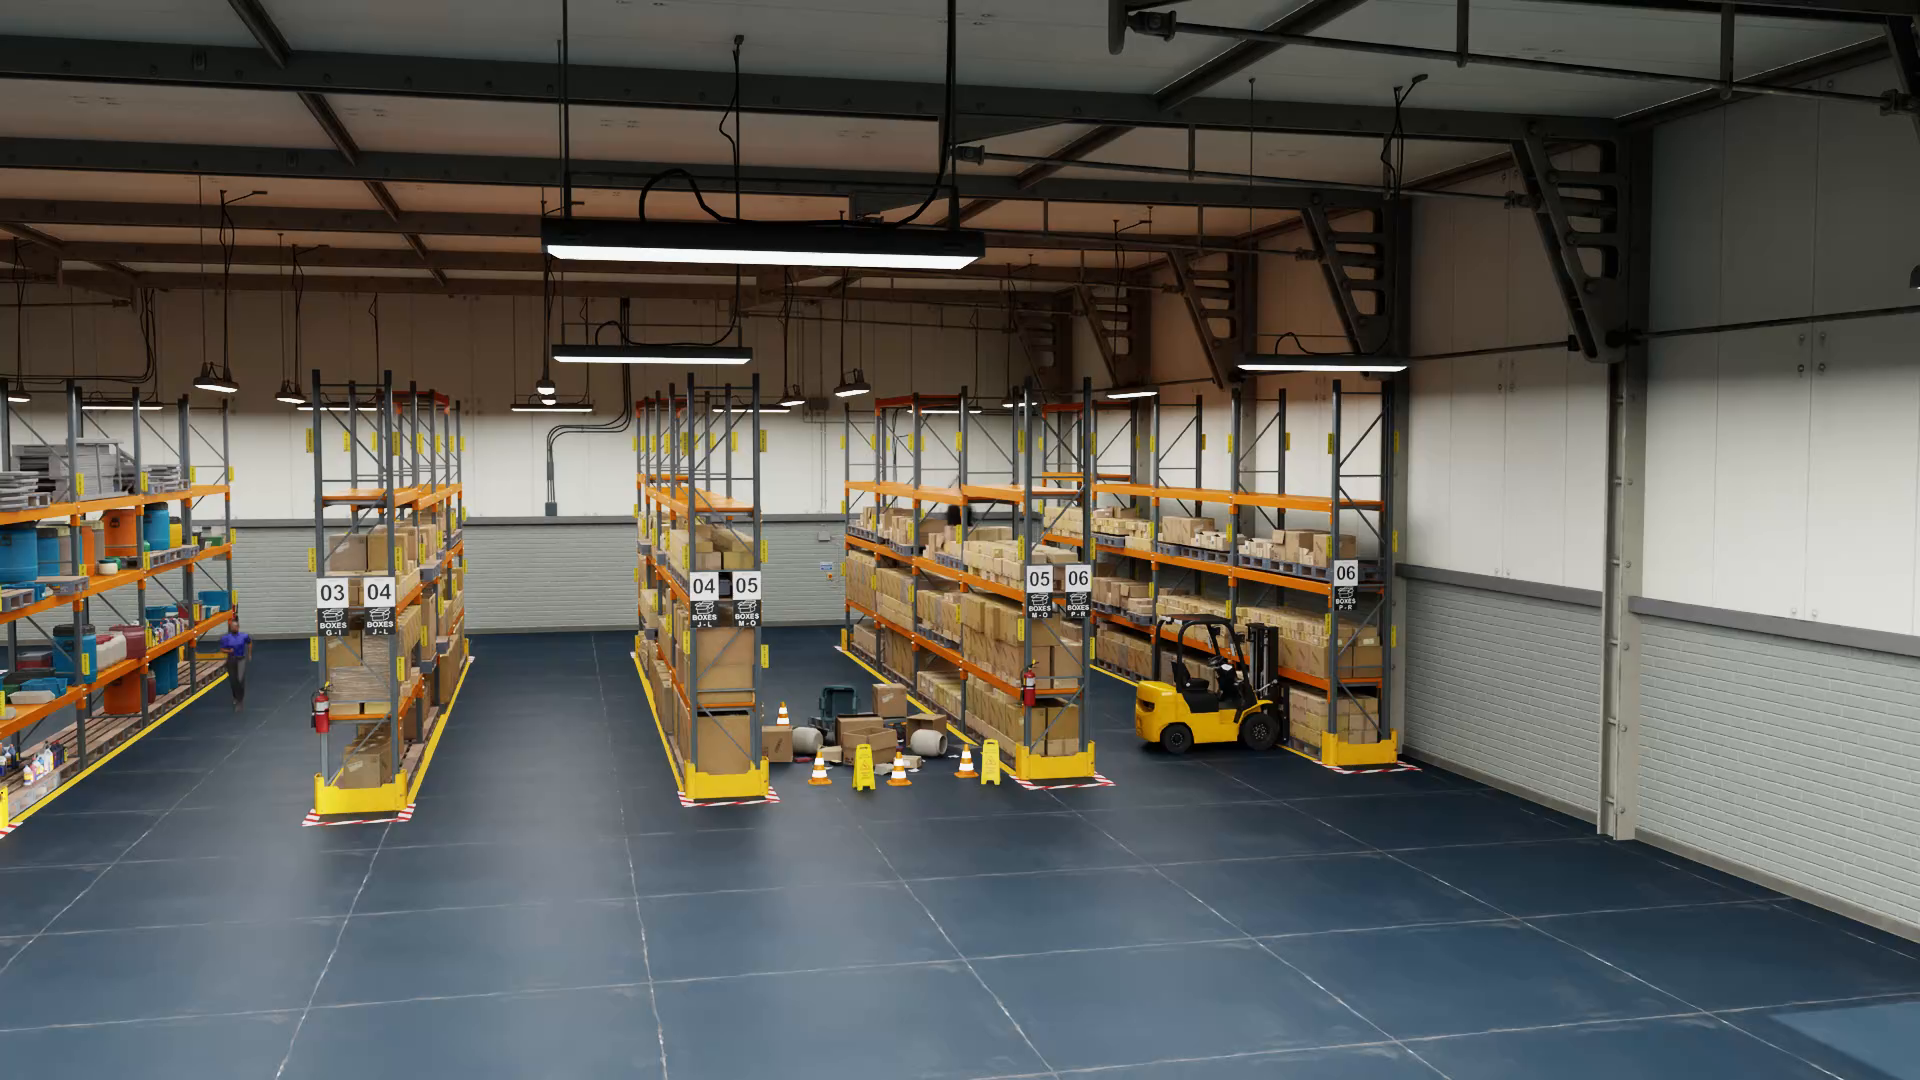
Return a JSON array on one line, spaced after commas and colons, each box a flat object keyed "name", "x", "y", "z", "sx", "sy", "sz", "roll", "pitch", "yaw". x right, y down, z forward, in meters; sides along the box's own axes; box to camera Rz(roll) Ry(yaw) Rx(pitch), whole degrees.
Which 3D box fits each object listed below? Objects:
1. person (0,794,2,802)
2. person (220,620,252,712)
[{"name": "person", "x": -11.144, "y": 3.074, "z": 18.644, "sx": 0.772, "sy": 1.740, "sz": 0.697, "roll": 1, "pitch": 3, "yaw": 17}, {"name": "person", "x": -13.671, "y": 2.362, "z": 31.409, "sx": 0.522, "sy": 1.714, "sz": 0.848, "roll": -1, "pitch": 3, "yaw": -16}]
